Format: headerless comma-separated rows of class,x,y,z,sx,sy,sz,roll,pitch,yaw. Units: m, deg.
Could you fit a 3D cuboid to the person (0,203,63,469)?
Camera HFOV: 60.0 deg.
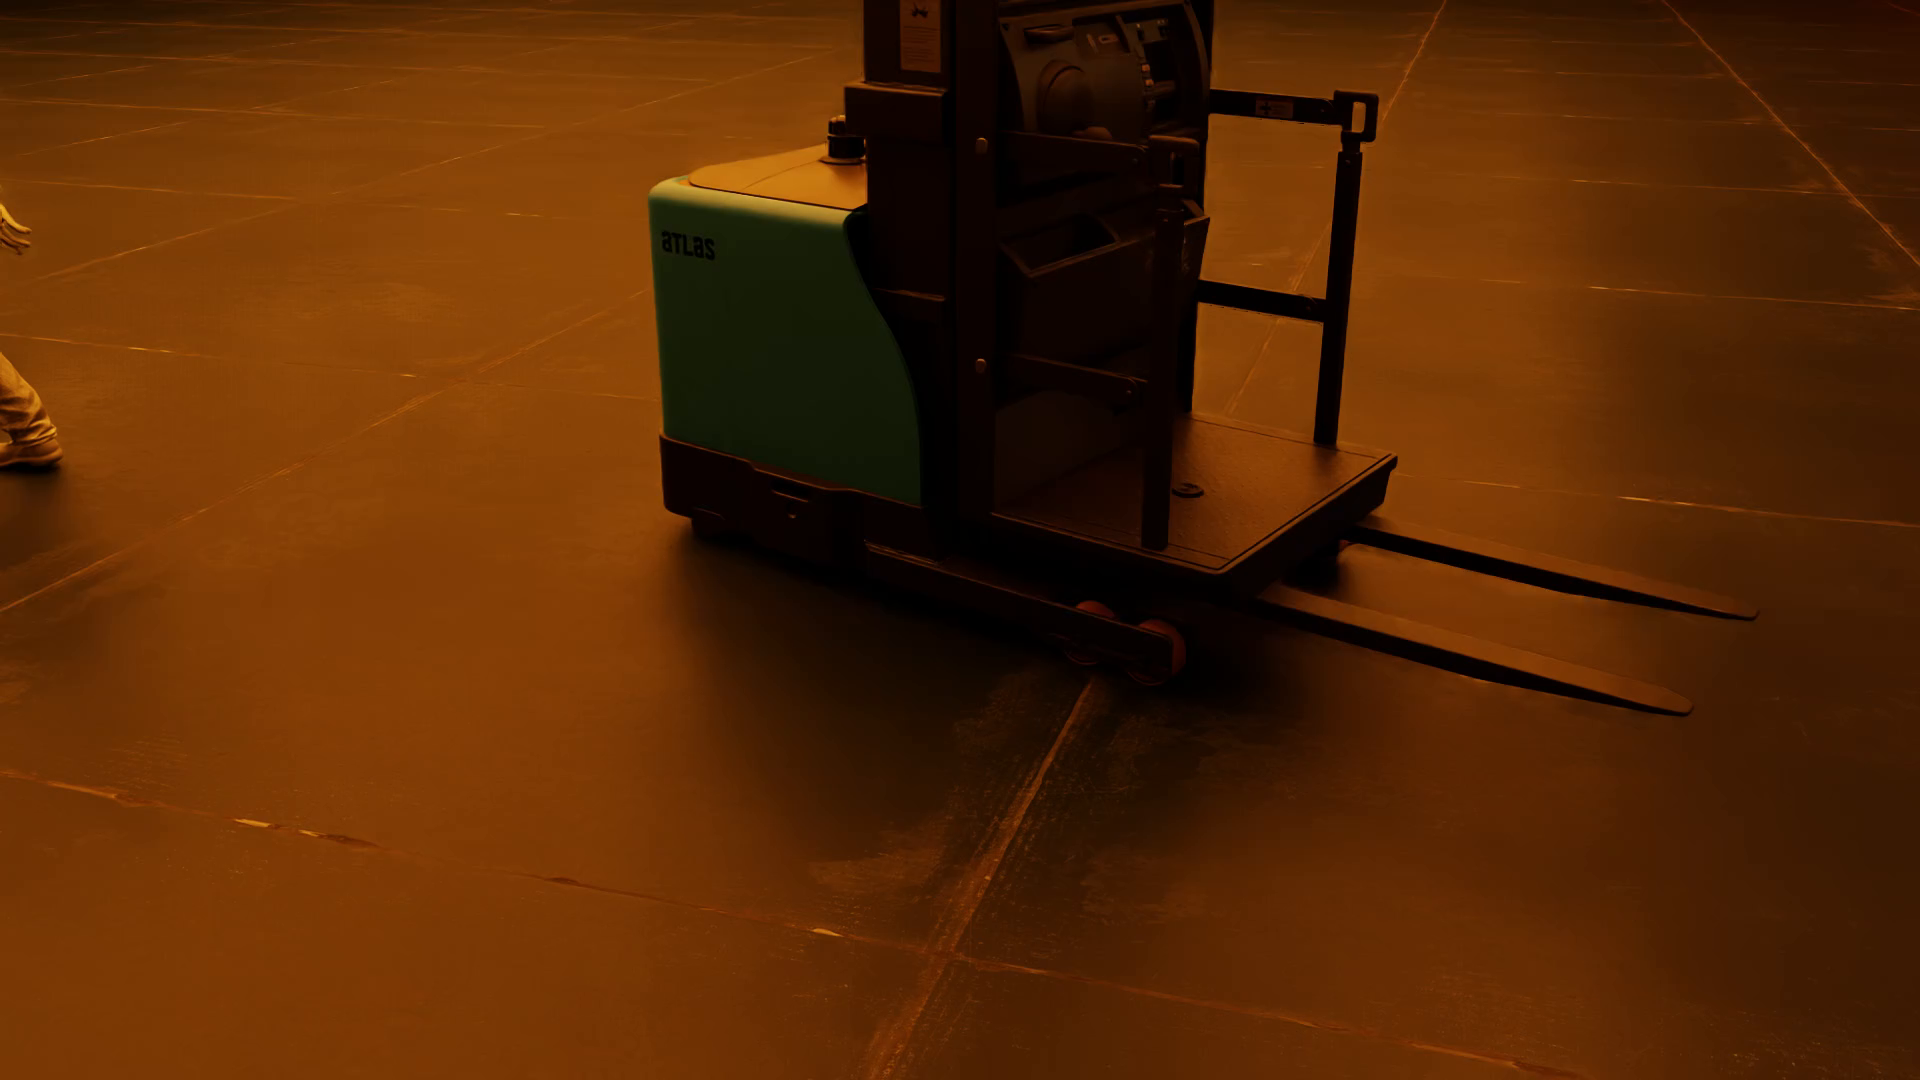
person,-3.323,-1.009,5.382,0.844,1.769,0.629,-1,22,-3

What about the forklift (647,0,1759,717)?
forklift,0.561,-1.214,4.220,3.031,2.935,1.130,16,27,33
